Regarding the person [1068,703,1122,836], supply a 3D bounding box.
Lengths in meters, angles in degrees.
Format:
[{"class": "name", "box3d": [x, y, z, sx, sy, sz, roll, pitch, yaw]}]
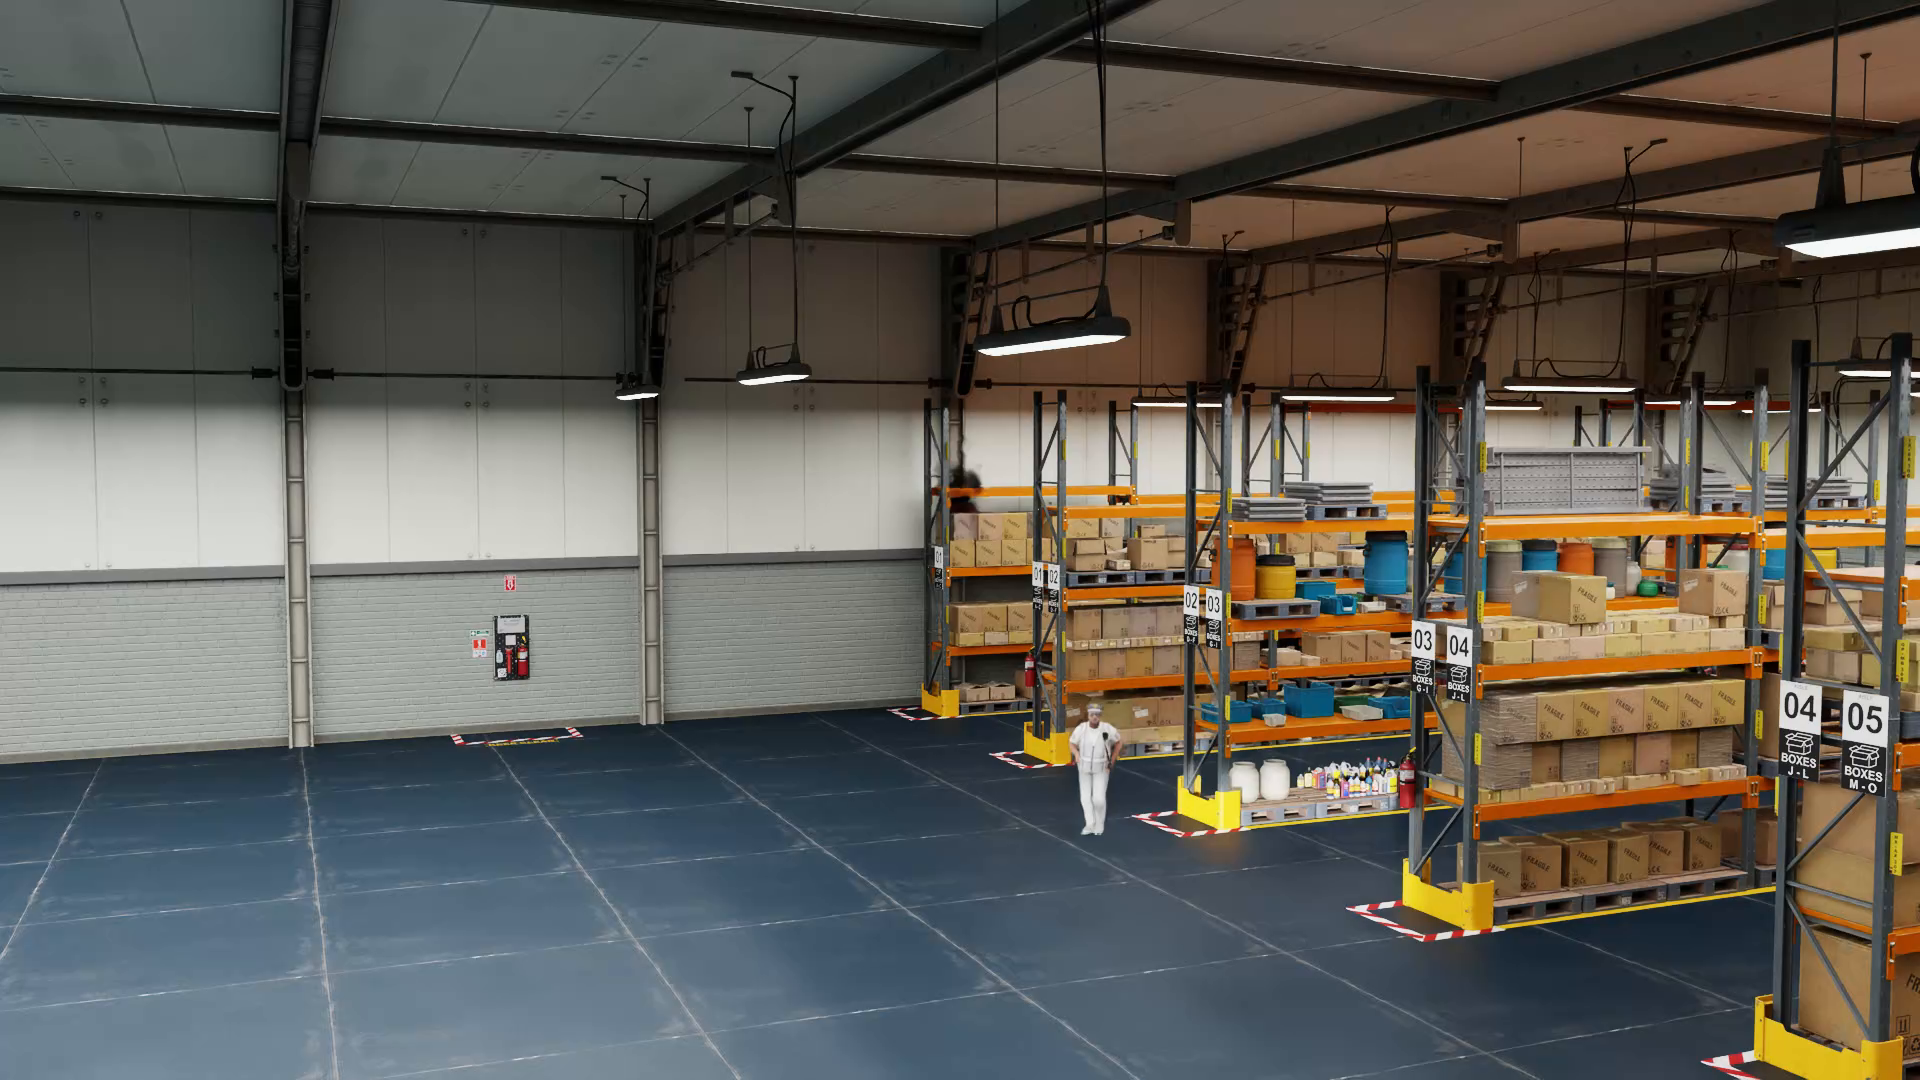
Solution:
[{"class": "person", "box3d": [1.744, 3.011, 21.763, 0.681, 1.777, 0.675, 1, 3, 15]}]
